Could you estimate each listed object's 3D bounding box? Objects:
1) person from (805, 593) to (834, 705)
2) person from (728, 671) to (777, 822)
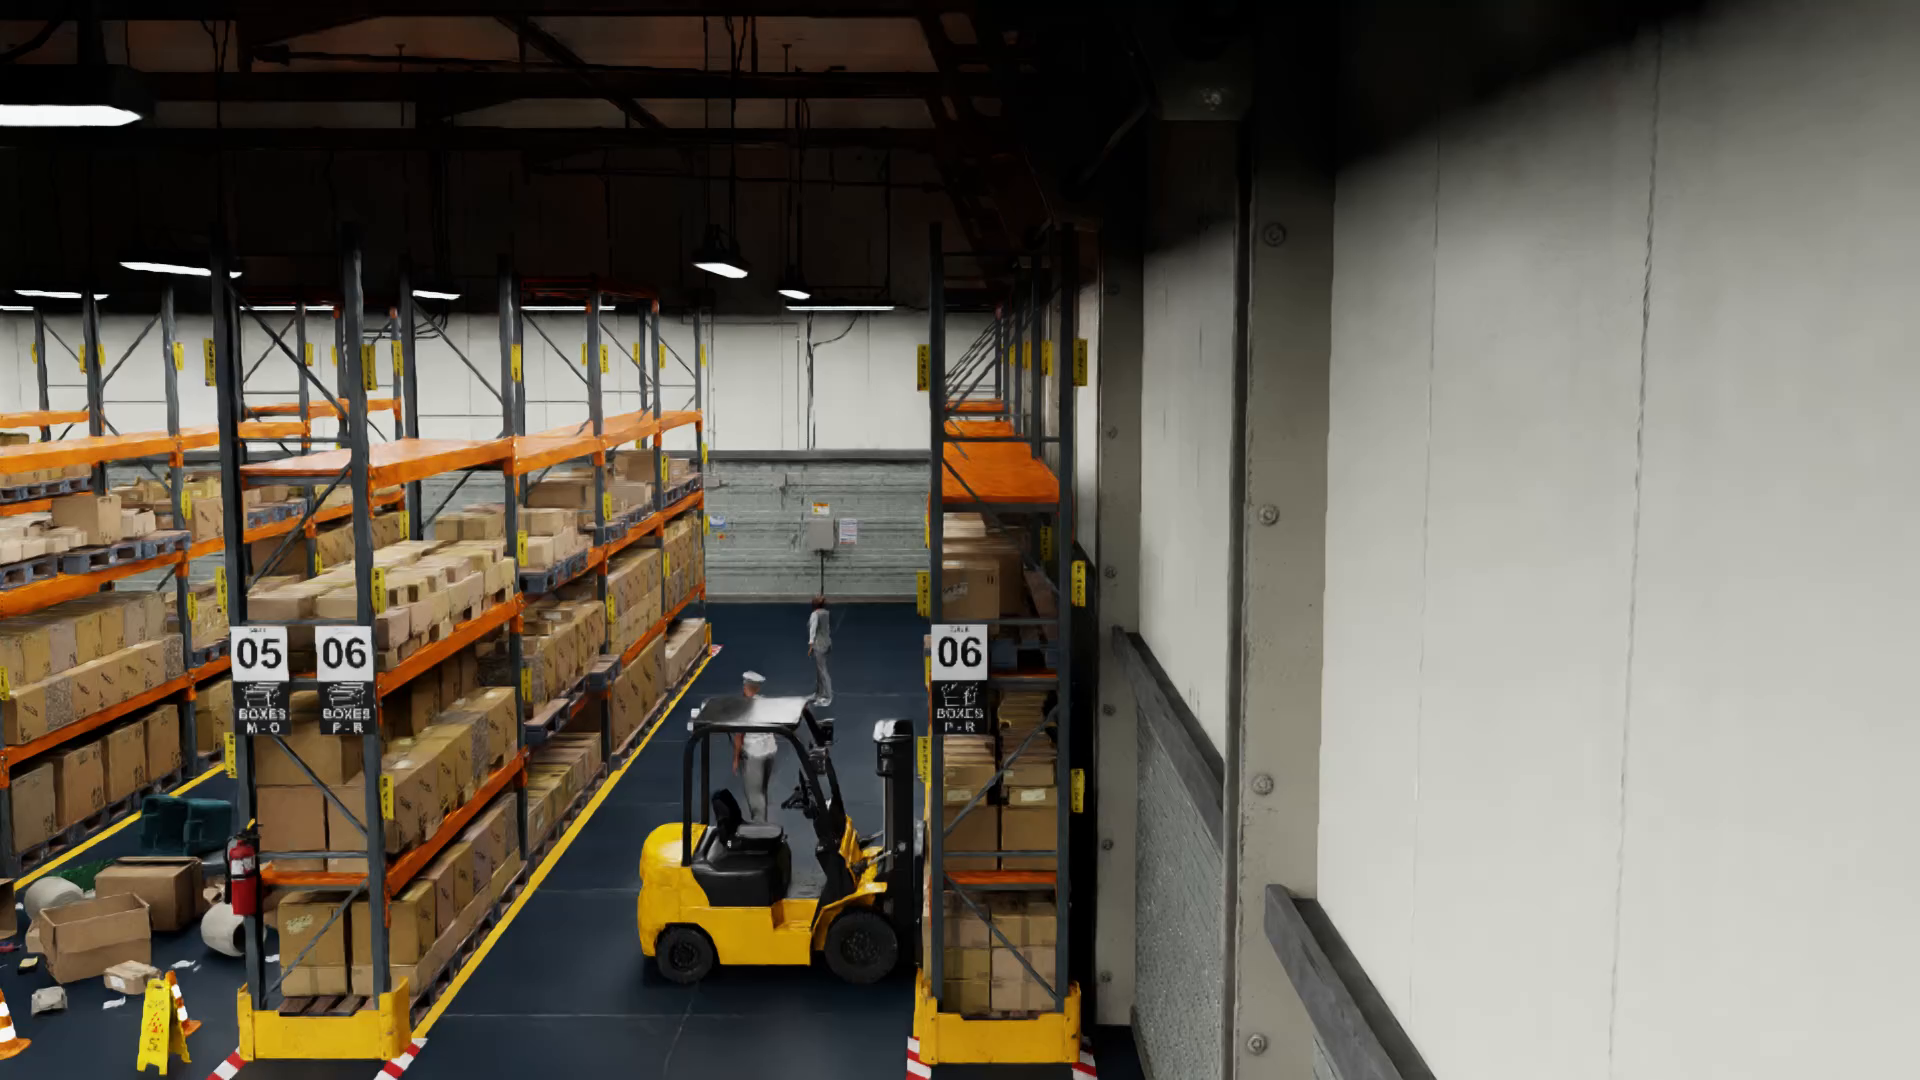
[{"bbox_3d":[-2.044,1.560,24.060,0.532,1.588,0.534,3,7,21],"label":"person"},{"bbox_3d":[-2.191,2.253,17.455,0.586,1.747,0.653,4,8,28],"label":"person"}]
